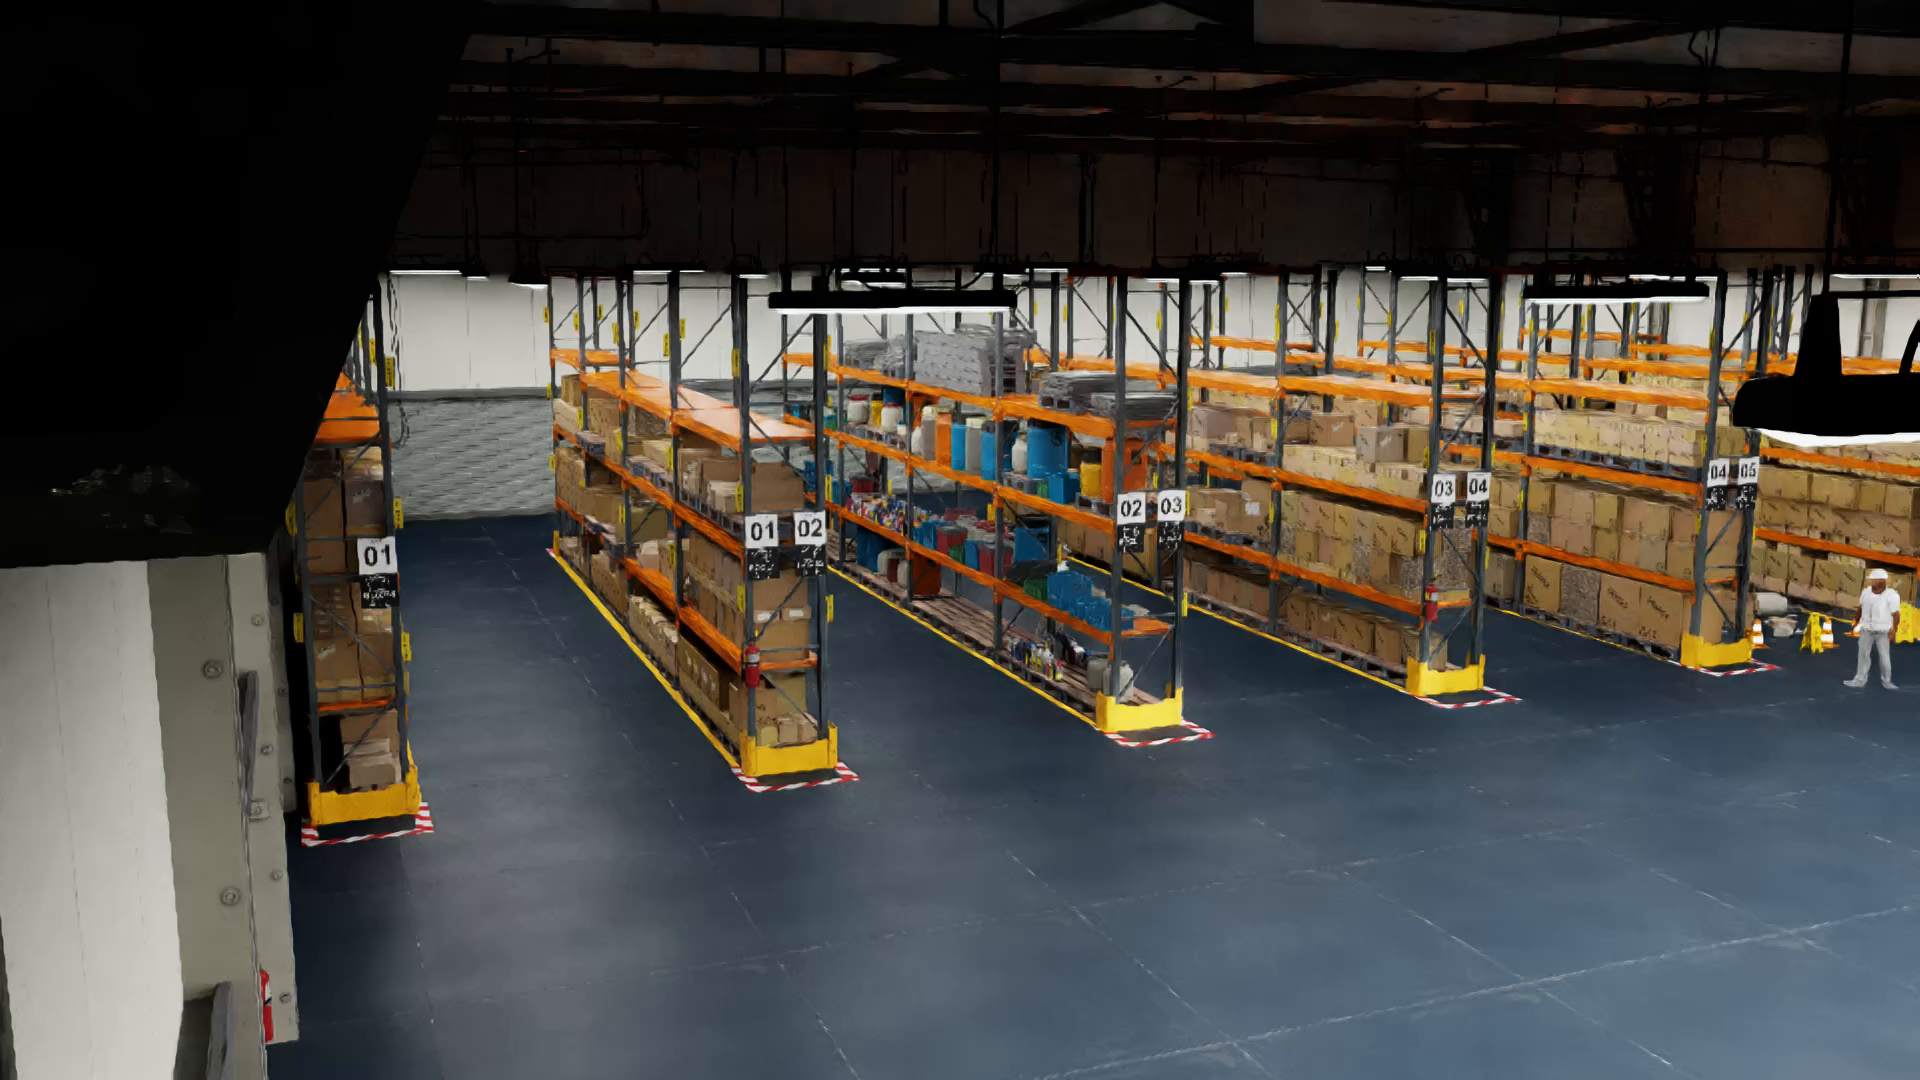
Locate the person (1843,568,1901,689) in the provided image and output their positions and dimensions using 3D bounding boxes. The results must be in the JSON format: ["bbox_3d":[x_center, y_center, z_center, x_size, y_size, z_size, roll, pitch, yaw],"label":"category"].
[{"bbox_3d":[13.311,1.282,24.205,0.522,1.769,0.637,-7,12,-34],"label":"person"}]

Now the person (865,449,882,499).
[{"bbox_3d":[-2.292,-1.818,41.960,0.498,1.774,0.762,5,11,25],"label":"person"}]

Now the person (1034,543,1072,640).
[{"bbox_3d":[1.523,0.854,27.127,0.626,1.647,0.585,6,12,32],"label":"person"}]

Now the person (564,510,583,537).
[{"bbox_3d":[-8.350,-0.787,36.036,0.514,1.778,0.555,2,10,12],"label":"person"}]
